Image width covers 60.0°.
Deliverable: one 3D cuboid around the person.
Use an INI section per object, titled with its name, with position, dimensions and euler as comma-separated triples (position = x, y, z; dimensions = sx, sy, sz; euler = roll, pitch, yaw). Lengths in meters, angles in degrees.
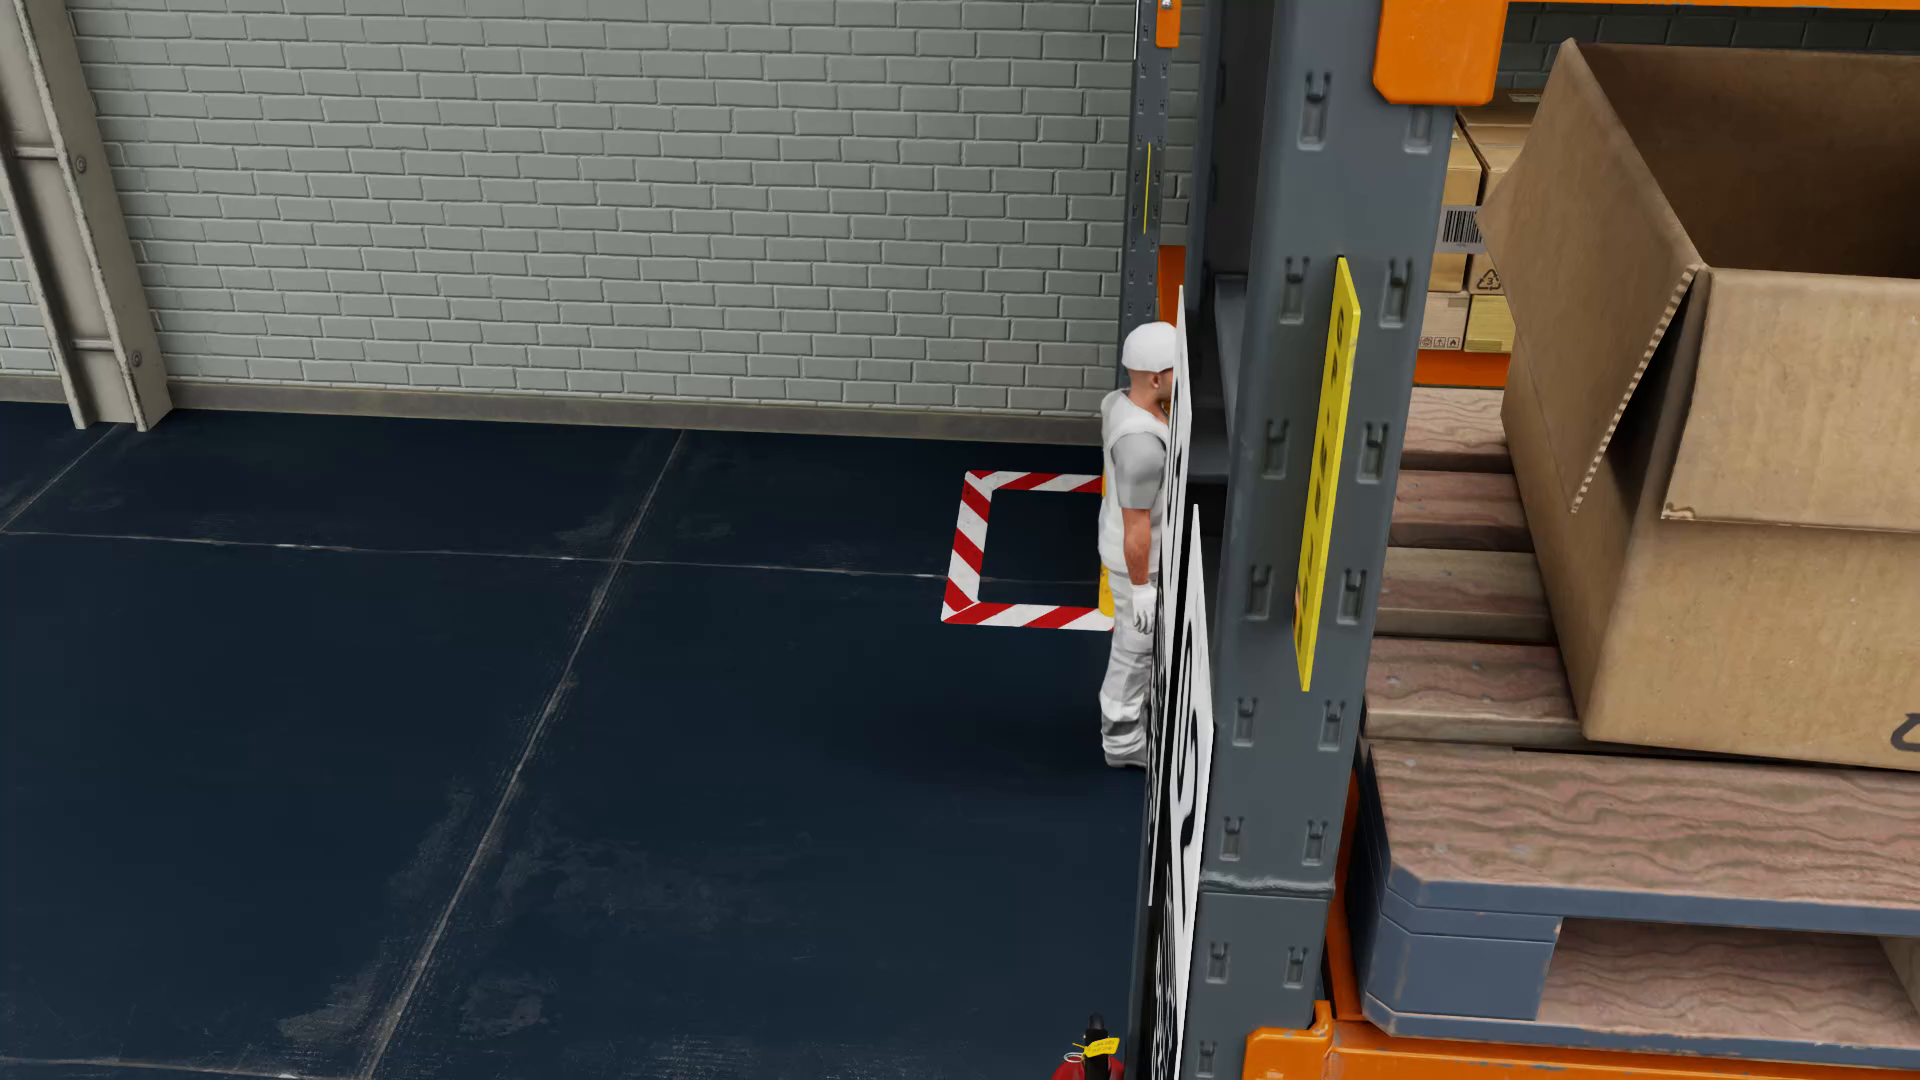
[person]
position = 0.697, 0.080, 5.999
dimensions = 0.421, 1.823, 0.587
euler = 2, 32, 3
